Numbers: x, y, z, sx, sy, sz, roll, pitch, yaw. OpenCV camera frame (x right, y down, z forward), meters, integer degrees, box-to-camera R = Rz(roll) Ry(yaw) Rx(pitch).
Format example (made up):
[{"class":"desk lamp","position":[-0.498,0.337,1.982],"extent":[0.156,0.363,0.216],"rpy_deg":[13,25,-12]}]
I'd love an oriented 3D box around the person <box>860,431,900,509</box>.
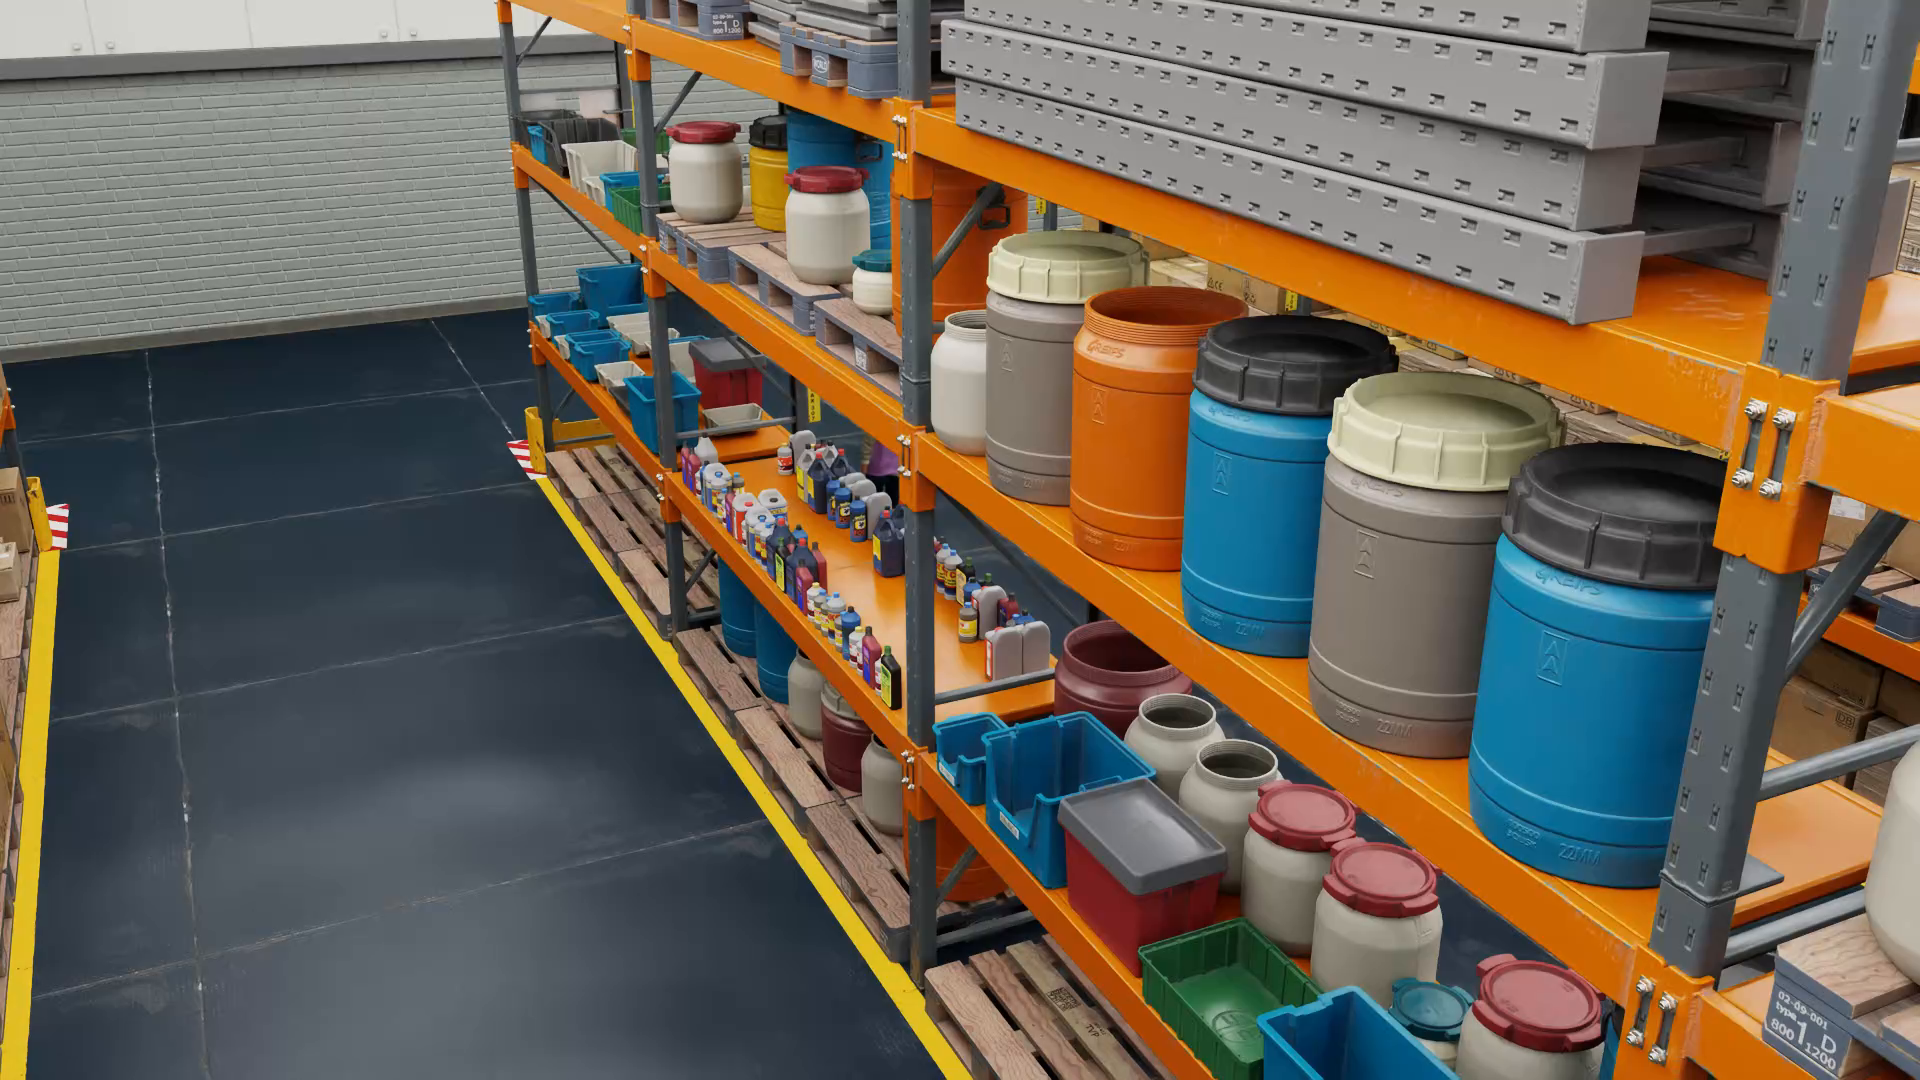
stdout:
[{"class":"person","position":[-0.567,-0.515,12.245],"extent":[0.419,1.591,0.635],"rpy_deg":[-14,26,-30]}]
